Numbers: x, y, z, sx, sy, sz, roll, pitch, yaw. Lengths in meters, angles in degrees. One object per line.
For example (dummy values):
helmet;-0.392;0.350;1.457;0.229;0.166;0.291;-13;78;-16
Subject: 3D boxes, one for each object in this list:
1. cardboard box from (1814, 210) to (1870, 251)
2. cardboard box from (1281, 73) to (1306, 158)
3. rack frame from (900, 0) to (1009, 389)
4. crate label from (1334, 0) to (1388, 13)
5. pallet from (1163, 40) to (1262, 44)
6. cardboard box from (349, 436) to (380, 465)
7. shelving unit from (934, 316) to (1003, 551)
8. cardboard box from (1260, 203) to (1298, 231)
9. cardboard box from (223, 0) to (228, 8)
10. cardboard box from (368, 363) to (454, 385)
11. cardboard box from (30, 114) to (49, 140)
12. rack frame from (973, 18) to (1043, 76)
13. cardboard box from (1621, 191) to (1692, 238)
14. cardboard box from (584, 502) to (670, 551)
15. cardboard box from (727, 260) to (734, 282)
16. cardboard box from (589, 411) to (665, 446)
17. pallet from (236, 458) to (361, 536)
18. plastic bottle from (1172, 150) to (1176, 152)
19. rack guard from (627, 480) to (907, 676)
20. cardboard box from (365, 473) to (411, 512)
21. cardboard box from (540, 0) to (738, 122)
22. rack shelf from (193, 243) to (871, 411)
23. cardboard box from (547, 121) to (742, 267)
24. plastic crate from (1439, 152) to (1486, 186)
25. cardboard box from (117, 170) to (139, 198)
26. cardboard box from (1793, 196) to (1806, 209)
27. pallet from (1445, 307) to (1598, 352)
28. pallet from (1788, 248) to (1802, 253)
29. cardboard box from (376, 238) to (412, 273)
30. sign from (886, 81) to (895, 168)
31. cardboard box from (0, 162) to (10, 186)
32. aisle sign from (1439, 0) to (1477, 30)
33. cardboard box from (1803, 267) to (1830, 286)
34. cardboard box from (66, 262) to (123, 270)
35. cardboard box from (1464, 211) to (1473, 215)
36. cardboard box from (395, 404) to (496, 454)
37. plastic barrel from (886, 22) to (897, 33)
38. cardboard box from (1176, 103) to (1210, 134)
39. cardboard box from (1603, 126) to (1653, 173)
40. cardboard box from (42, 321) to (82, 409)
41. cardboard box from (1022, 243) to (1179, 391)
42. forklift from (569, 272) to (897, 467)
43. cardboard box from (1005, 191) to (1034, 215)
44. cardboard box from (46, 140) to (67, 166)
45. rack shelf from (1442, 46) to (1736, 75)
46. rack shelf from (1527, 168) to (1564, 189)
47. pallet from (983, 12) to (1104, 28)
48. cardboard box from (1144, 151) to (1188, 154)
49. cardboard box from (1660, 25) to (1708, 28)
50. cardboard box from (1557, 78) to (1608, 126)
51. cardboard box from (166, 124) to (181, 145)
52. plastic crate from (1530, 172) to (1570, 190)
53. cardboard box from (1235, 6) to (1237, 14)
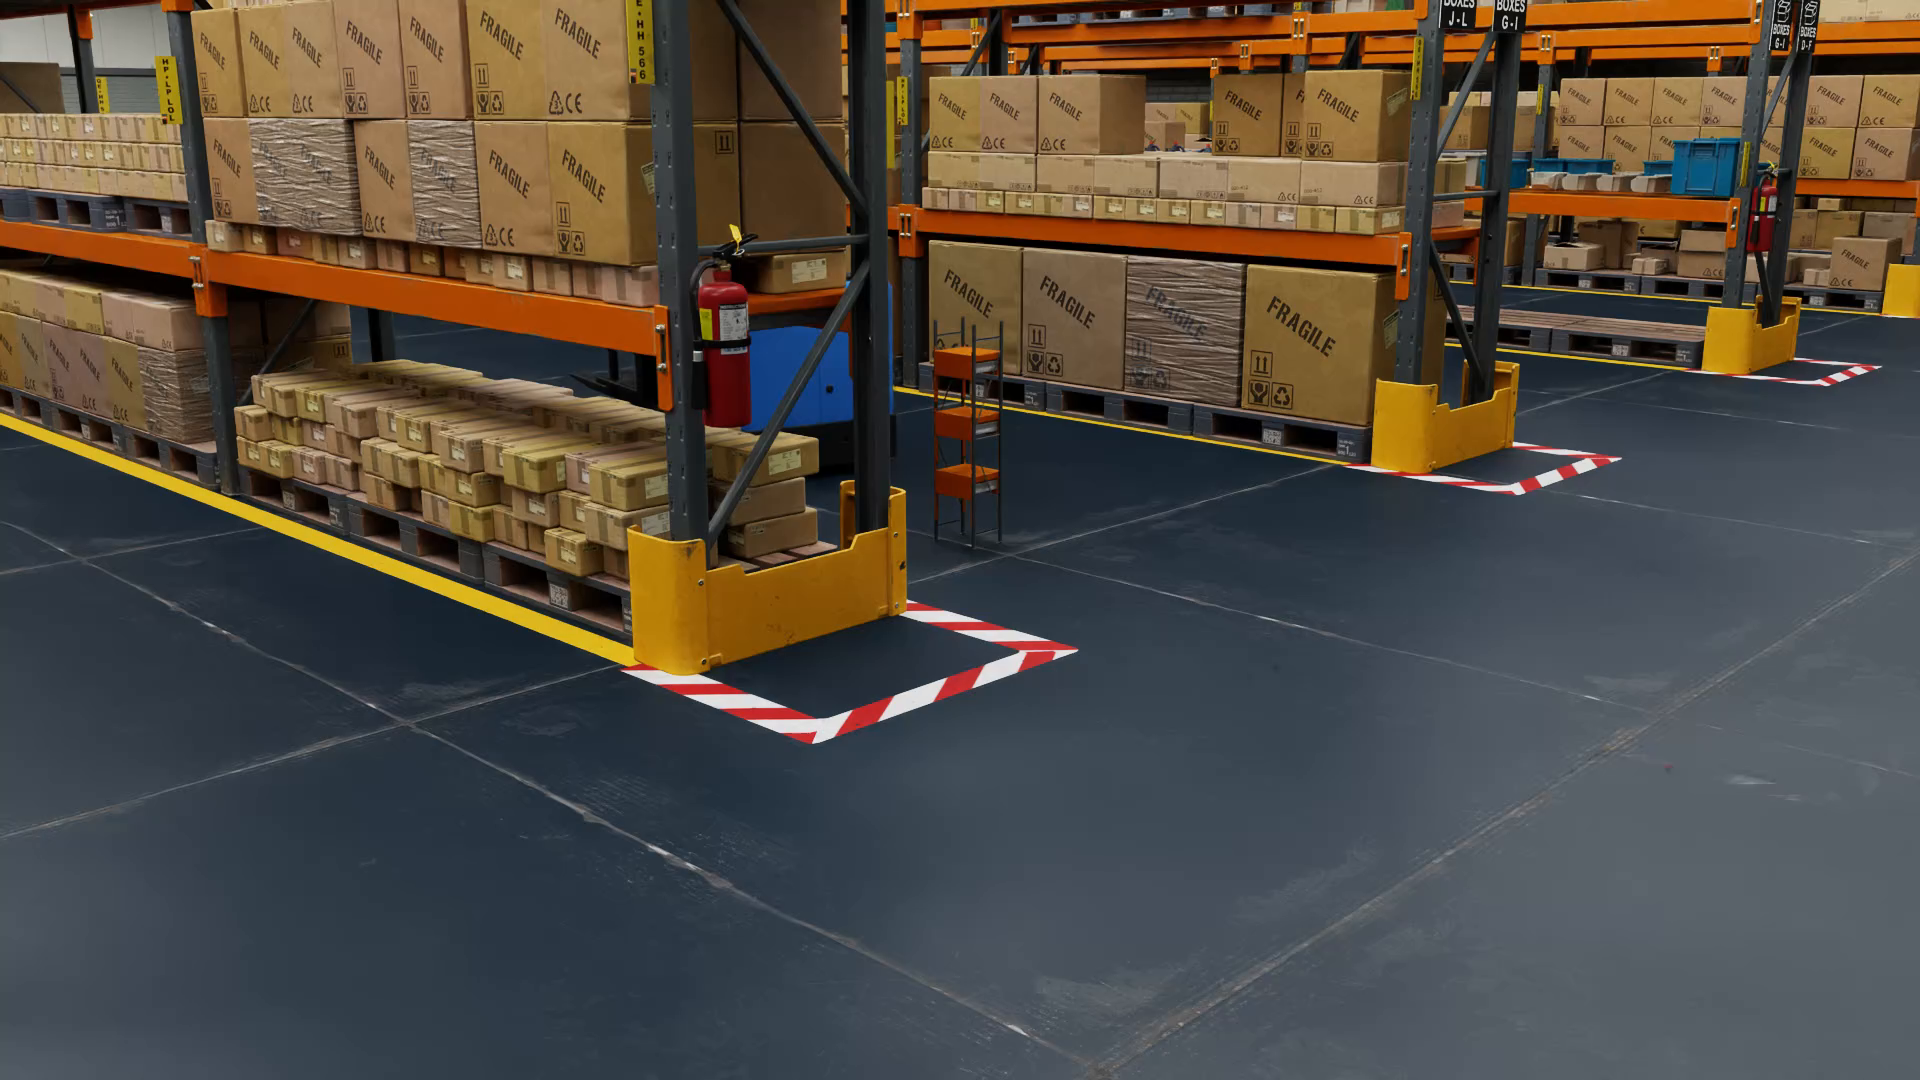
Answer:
cardboard box;11.479;-4.019;21.532;0.700;0.500;0.500;-14;20;-43
cardboard box;2.331;-2.611;10.225;0.500;0.500;0.500;13;19;41
rack frame;-0.030;-2.656;12.178;0.127;3.000;1.000;14;20;42
crate label;3.559;-4.741;14.754;0.466;0.136;0.293;14;20;42
pallet;3.418;-6.617;21.802;1.213;0.211;1.003;-13;20;-42
cardboard box;-2.688;-0.456;7.963;0.380;0.149;0.250;-13;20;-42
shelving unit;0.039;-0.499;7.764;0.252;1.050;0.215;14;20;42
cardboard box;1.995;-1.927;9.877;0.250;0.149;0.380;14;20;42
cardboard box;-8.244;-6.154;19.157;0.250;0.149;0.380;13;20;41
cardboard box;-2.897;-0.833;8.821;0.250;0.149;0.380;14;20;43
cardboard box;-5.472;-2.544;10.231;0.380;0.149;0.250;-13;20;-42
rack frame;0.528;-4.255;18.315;0.127;3.000;1.000;14;20;42
cardboard box;9.726;-4.607;23.094;0.750;0.750;0.750;14;20;43
cardboard box;-1.244;-0.082;6.529;0.250;0.149;0.380;13;19;41
cardboard box;-0.884;-1.105;6.724;0.380;0.149;0.250;-14;20;-42
cardboard box;-1.418;-0.461;7.393;0.250;0.149;0.380;12;19;40
pallet;-3.038;-0.313;8.716;1.213;0.211;1.003;14;20;42
plastic bottle;2.201;-3.879;17.126;0.097;0.271;0.097;0;15;0
rack guard;-0.721;0.123;6.470;0.348;0.500;1.175;14;20;42
cardboard box;-2.544;-0.256;7.786;0.250;0.149;0.380;13;19;41
cardboard box;-1.168;-1.785;6.062;0.500;0.500;0.500;13;20;41
rack shelf;-2.106;-1.076;7.538;4.000;0.370;1.077;14;20;42
cardboard box;-1.168;-1.298;6.177;0.500;0.500;0.500;-14;20;-43
plastic crate;4.379;-3.226;14.482;0.530;0.282;0.437;14;20;42
cardboard box;-4.515;-2.022;9.410;0.250;0.149;0.380;12;19;39
cardboard box;10.871;-4.419;21.779;0.380;0.149;0.250;-14;20;-42
pallet;4.846;-1.871;14.694;1.213;0.211;1.003;14;20;42
pallet;10.777;-3.857;22.316;1.213;0.211;1.003;14;20;42
cardboard box;-2.362;-1.283;7.406;0.380;0.149;0.250;-14;20;-42
sign;-0.290;-1.591;6.373;0.005;0.325;0.100;14;20;42
cardboard box;-6.050;-2.394;10.835;0.380;0.149;0.250;-13;20;-41
aisle sign;2.693;-3.147;8.906;0.004;0.787;0.394;14;20;42
cardboard box;8.936;-2.733;17.220;0.250;0.166;0.380;14;20;42
cardboard box;-5.751;-1.758;11.368;0.500;0.250;0.500;13;19;41
cardboard box;5.949;-4.124;20.408;0.500;0.250;0.500;14;20;42
cardboard box;-2.334;-0.509;7.579;0.250;0.149;0.380;14;20;42
plastic barrel;-0.893;-6.371;19.491;0.708;0.901;0.600;14;20;42
cardboard box;3.970;-7.080;27.927;0.500;0.500;0.500;14;20;42
cardboard box;7.397;-4.275;18.190;0.500;0.500;0.500;14;20;43
cardboard box;-5.356;-1.121;10.410;0.500;0.500;0.500;13;19;41
cardboard box;1.037;-1.544;11.290;0.875;0.875;0.875;14;20;42
forklift;-1.585;-2.076;10.085;1.130;2.935;3.031;-9;17;-32
cardboard box;0.521;-2.285;11.251;0.250;0.149;0.380;13;19;41
cardboard box;-5.289;-2.353;10.090;0.250;0.149;0.380;13;20;42
rack shelf;8.844;-6.807;23.586;4.000;0.370;1.077;14;20;42
rack shelf;5.409;-4.456;20.511;4.000;0.370;1.077;14;20;42
pallet;1.011;-5.464;17.379;1.213;0.211;1.003;14;20;42
cardboard box;1.212;-2.519;11.357;0.500;0.250;0.500;-14;20;-43
cardboard box;7.743;-5.527;17.543;0.500;0.250;0.500;14;20;42
cardboard box;6.992;-4.853;18.425;0.500;0.500;0.500;-14;20;-43
cardboard box;-3.970;-2.178;8.828;0.380;0.149;0.250;-13;20;-42
plastic crate;4.932;-3.013;13.950;0.250;0.136;0.298;14;20;42
cardboard box;3.603;-6.805;21.617;0.500;0.250;0.500;12;19;38
